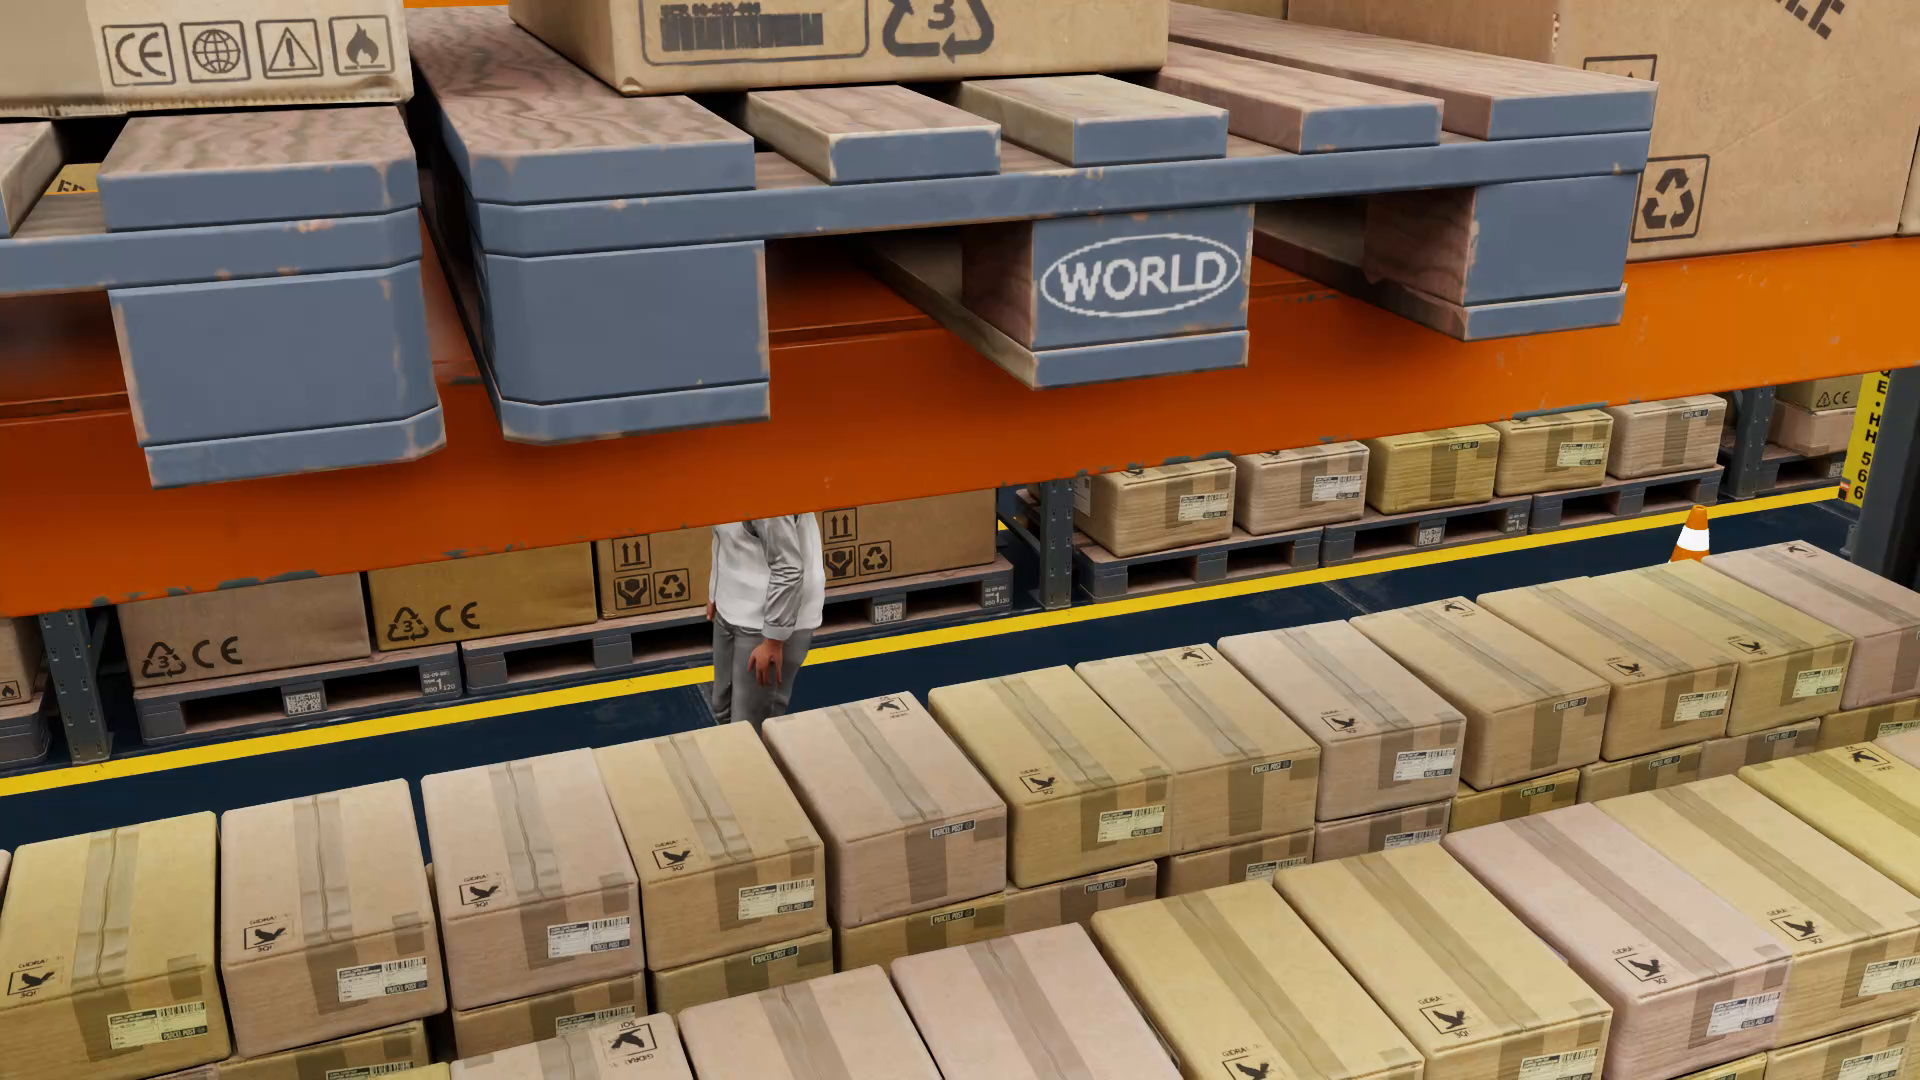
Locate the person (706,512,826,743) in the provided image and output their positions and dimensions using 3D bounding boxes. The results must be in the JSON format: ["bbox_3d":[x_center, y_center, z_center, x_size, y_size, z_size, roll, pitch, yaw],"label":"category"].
[{"bbox_3d":[-0.687,0.239,5.481,0.465,1.767,0.590,-10,24,-22],"label":"person"}]
